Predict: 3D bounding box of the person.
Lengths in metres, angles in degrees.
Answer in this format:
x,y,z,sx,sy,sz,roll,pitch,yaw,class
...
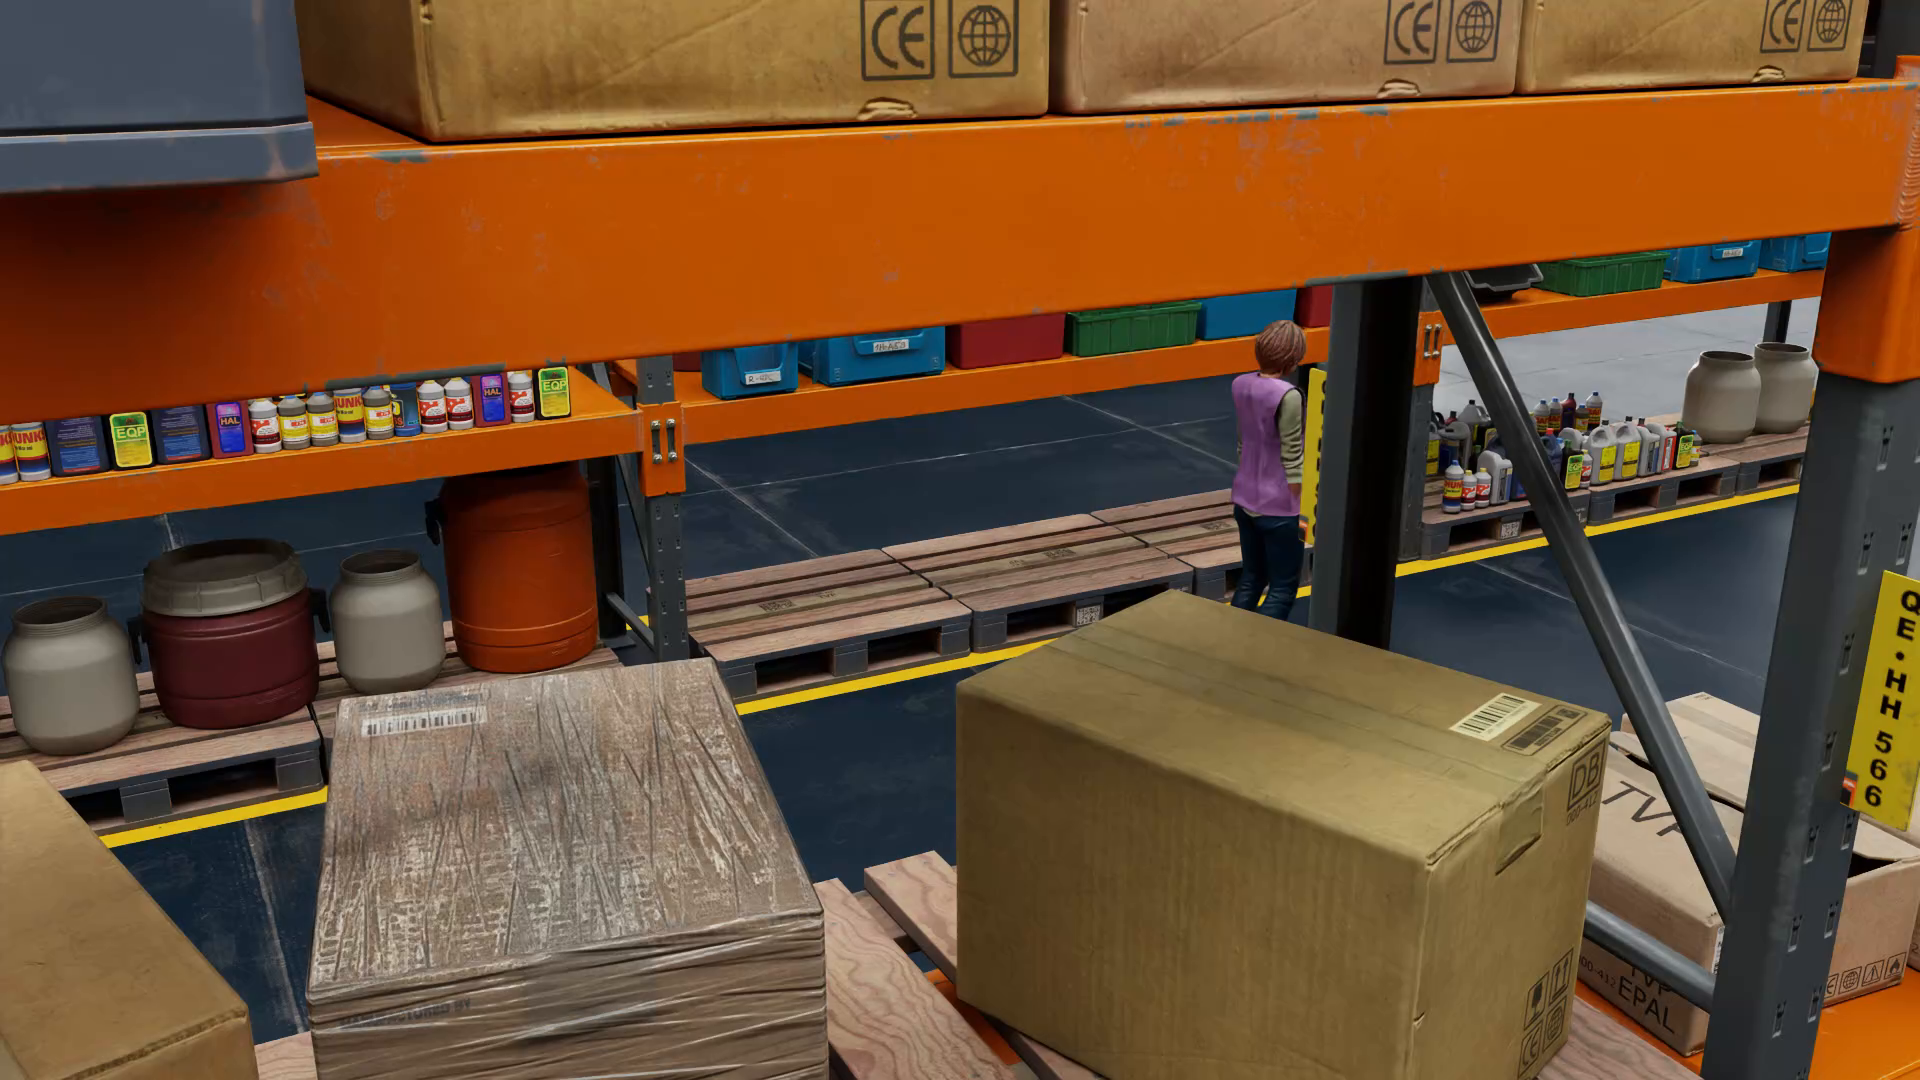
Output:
x,y,z,sx,sy,sz,roll,pitch,yaw,class
1.290,-0.135,6.992,0.299,1.595,0.408,-9,21,-26,person
